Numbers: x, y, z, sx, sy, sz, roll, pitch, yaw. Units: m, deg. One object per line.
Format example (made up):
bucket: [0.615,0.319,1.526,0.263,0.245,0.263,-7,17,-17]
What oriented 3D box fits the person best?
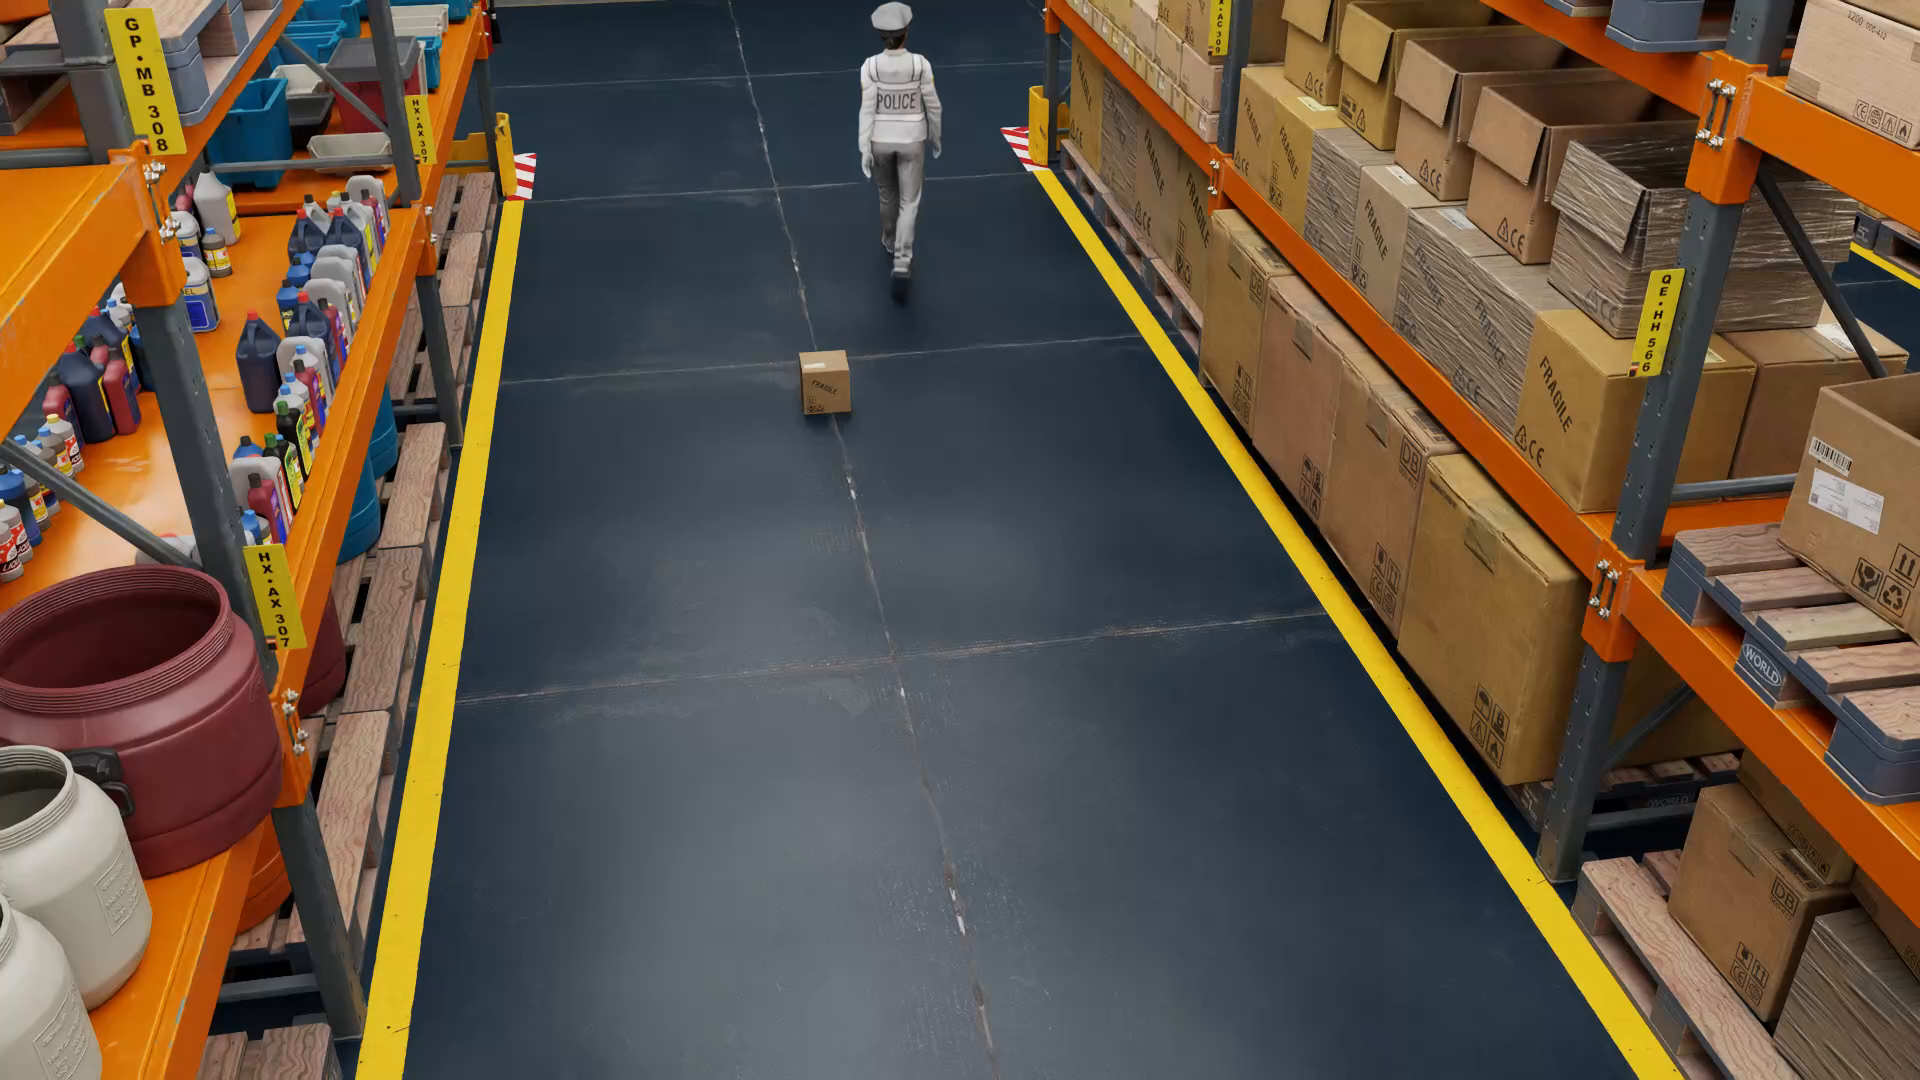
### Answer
person: [-0.362,-2.447,10.191,0.501,1.639,0.988,1,31,2]
